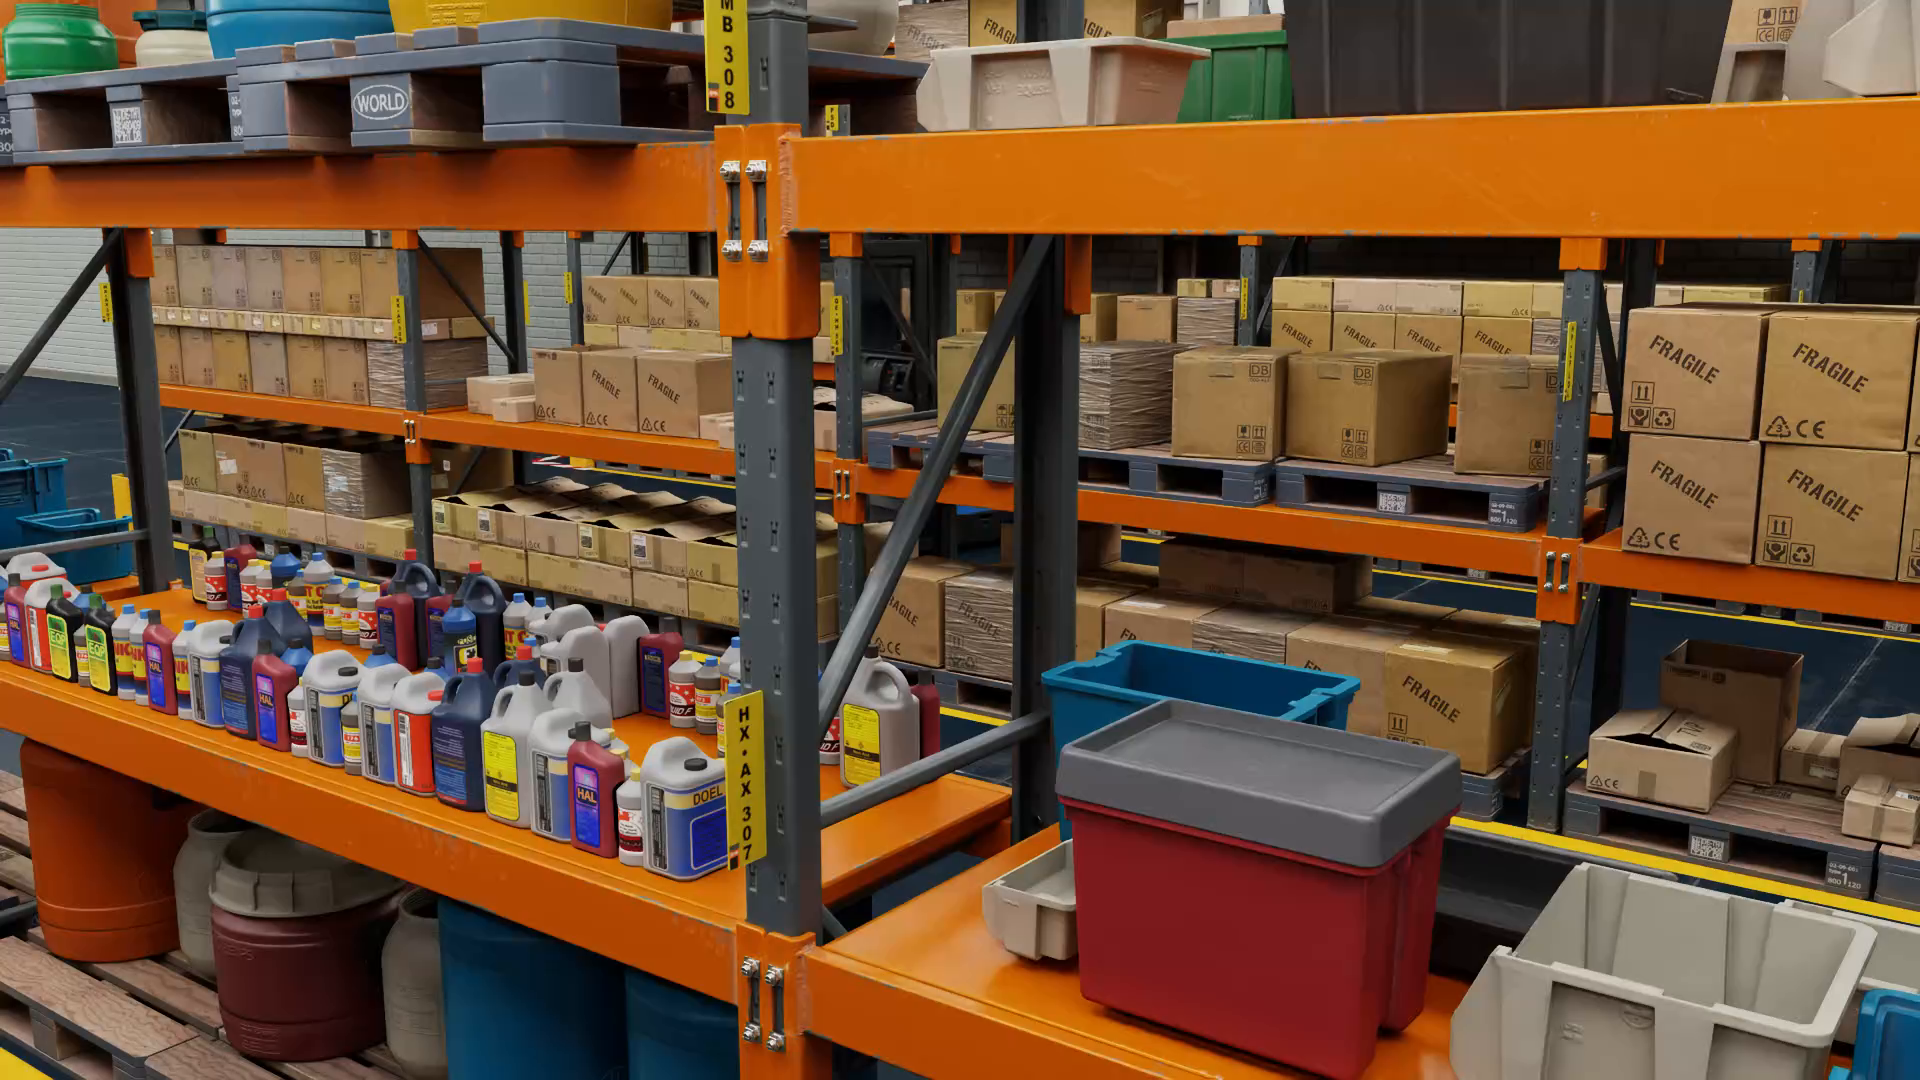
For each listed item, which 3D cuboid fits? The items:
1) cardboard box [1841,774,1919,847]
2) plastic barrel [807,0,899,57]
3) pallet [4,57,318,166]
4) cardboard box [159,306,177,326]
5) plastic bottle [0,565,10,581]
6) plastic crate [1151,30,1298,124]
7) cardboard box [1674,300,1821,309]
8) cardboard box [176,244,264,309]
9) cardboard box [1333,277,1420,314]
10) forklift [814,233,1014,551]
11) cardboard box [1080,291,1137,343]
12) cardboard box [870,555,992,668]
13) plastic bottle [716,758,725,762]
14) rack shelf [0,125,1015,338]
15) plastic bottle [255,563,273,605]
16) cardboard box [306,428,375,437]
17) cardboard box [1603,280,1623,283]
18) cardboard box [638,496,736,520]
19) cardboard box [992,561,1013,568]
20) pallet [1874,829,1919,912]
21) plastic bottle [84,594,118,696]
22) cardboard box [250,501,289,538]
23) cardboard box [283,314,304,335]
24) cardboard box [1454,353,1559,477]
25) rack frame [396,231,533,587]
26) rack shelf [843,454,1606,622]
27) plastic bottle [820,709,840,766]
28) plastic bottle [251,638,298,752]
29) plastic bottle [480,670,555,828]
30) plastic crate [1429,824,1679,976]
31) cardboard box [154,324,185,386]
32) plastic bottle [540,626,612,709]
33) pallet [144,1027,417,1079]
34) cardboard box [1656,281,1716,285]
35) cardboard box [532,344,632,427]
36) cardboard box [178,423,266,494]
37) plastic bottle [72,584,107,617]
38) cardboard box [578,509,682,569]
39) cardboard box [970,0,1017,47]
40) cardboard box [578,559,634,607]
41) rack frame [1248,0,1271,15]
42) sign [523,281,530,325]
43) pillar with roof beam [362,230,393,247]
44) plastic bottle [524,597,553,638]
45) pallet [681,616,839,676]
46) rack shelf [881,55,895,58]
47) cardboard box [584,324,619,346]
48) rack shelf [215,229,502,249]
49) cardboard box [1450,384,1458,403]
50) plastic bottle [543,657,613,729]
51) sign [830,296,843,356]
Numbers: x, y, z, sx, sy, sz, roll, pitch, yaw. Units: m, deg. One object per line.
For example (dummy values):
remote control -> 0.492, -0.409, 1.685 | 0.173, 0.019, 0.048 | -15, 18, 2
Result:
cardboard box -> 3.777, 1.092, 6.787 | 0.250, 0.166, 0.380 | 8, 13, 36
plastic barrel -> -0.347, -1.344, 3.719 | 0.433, 0.535, 0.433 | 0, 11, 0
pallet -> -1.677, -1.081, 4.320 | 1.213, 0.211, 1.003 | 8, 13, 36
cardboard box -> -6.405, -1.869, 13.822 | 0.250, 0.149, 0.380 | 8, 13, 34
plastic bottle -> -3.138, 0.209, 5.381 | 0.135, 0.276, 0.152 | 8, 13, 36
plastic crate -> 0.449, -0.868, 3.280 | 0.662, 0.188, 0.450 | 8, 13, 36
cardboard box -> 3.424, -0.781, 7.276 | 0.500, 0.500, 0.500 | 8, 14, 36
cardboard box -> -5.970, -2.175, 13.697 | 0.500, 0.500, 0.700 | 8, 13, 34
cardboard box -> 3.216, -1.890, 12.826 | 0.500, 0.250, 0.500 | 8, 13, 35
forklift -> -0.830, -1.341, 13.245 | 3.031, 2.935, 1.130 | -8, 14, -37
cardboard box -> 1.166, -1.920, 14.637 | 0.500, 0.500, 0.700 | 8, 13, 36
cardboard box -> -0.163, 0.398, 9.499 | 0.500, 0.500, 0.500 | 9, 14, 38
plastic bottle -> -0.522, 0.581, 3.654 | 0.097, 0.201, 0.097 | 0, 11, 0
rack shelf -> -1.684, -0.845, 4.498 | 4.000, 0.370, 1.077 | 8, 13, 36
plastic bottle -> -2.370, 0.180, 5.726 | 0.097, 0.201, 0.097 | 0, 11, 0
cardboard box -> -4.983, -0.651, 13.656 | 0.500, 0.500, 0.500 | 8, 13, 36
cardboard box -> 4.743, -1.796, 12.341 | 0.500, 0.250, 0.500 | 7, 13, 34
cardboard box -> -1.862, -0.117, 11.394 | 0.500, 0.311, 0.500 | 8, 13, 35
cardboard box -> 0.532, 0.372, 9.632 | 0.500, 0.500, 0.500 | 9, 14, 38
pallet -> 4.404, 1.325, 6.626 | 1.213, 0.211, 1.003 | 8, 13, 36
plastic bottle -> -2.498, 0.305, 4.864 | 0.133, 0.283, 0.061 | 8, 13, 36
cardboard box -> -5.300, -0.201, 13.304 | 0.500, 0.250, 0.500 | 8, 13, 36
cardboard box -> -4.953, -1.666, 12.775 | 0.250, 0.149, 0.380 | 8, 14, 37
cardboard box -> 2.614, -0.601, 7.873 | 0.500, 0.500, 0.700 | 3, 11, 16
rack frame -> -3.585, -1.158, 12.119 | 0.127, 3.000, 1.000 | 8, 13, 36
rack shelf -> 1.251, -0.130, 8.700 | 4.000, 0.370, 1.077 | 8, 13, 36
plastic bottle -> -0.326, 0.465, 4.252 | 0.097, 0.201, 0.097 | 0, 11, 0
plastic bottle -> -1.790, 0.404, 4.353 | 0.133, 0.283, 0.061 | 8, 13, 36
plastic bottle -> -1.006, 0.470, 3.832 | 0.185, 0.351, 0.144 | 8, 13, 36
plastic crate -> 0.990, 0.690, 3.135 | 0.590, 0.125, 0.437 | 8, 13, 36
cardboard box -> -6.440, -1.602, 14.152 | 0.500, 0.500, 0.700 | 8, 14, 36
plastic bottle -> -1.055, 0.369, 4.552 | 0.135, 0.276, 0.152 | 8, 13, 36
pallet -> -1.656, 1.638, 5.007 | 1.213, 0.211, 1.003 | 8, 13, 36
cardboard box -> 5.150, -1.740, 12.053 | 0.500, 0.250, 0.500 | 8, 14, 36
cardboard box -> -2.551, -1.059, 11.344 | 0.500, 0.500, 0.500 | 9, 14, 40
cardboard box -> -6.104, -0.682, 13.817 | 0.500, 0.500, 0.500 | 8, 13, 36
plastic bottle -> -2.652, 0.271, 5.072 | 0.097, 0.271, 0.097 | 0, 11, 0
cardboard box -> -2.159, -0.032, 10.957 | 0.500, 0.311, 0.500 | 8, 14, 37
cardboard box -> 0.398, -2.614, 8.850 | 0.500, 0.500, 0.500 | 8, 13, 36
cardboard box -> -2.166, 0.242, 11.016 | 0.500, 0.250, 0.500 | 8, 14, 37
rack frame -> 2.569, -4.413, 13.147 | 0.127, 3.000, 1.000 | 8, 13, 36
sign -> -3.271, -1.772, 12.451 | 0.005, 0.325, 0.100 | 8, 13, 36
pillar with roof beam -> -10.187, -5.381, 18.154 | 0.400, 9.000, 9.100 | 8, 13, 36
plastic bottle -> -1.230, 0.305, 4.897 | 0.097, 0.271, 0.097 | 0, 11, 0
pallet -> -1.001, 0.562, 10.568 | 1.213, 0.211, 1.003 | 8, 13, 36
rack shelf -> 0.957, -4.088, 14.415 | 4.000, 0.370, 1.077 | 8, 13, 36
cardboard box -> -3.674, -2.199, 17.843 | 0.500, 0.250, 0.500 | 7, 13, 34
rack shelf -> -5.197, -2.502, 13.064 | 4.000, 0.370, 1.077 | 8, 13, 36
cardboard box -> 3.750, -1.141, 12.638 | 0.250, 0.149, 0.380 | 8, 14, 36
plastic bottle -> -0.921, 0.448, 3.946 | 0.185, 0.351, 0.144 | 8, 13, 36
sign -> -0.686, -1.192, 9.243 | 0.005, 0.325, 0.100 | 8, 13, 36
